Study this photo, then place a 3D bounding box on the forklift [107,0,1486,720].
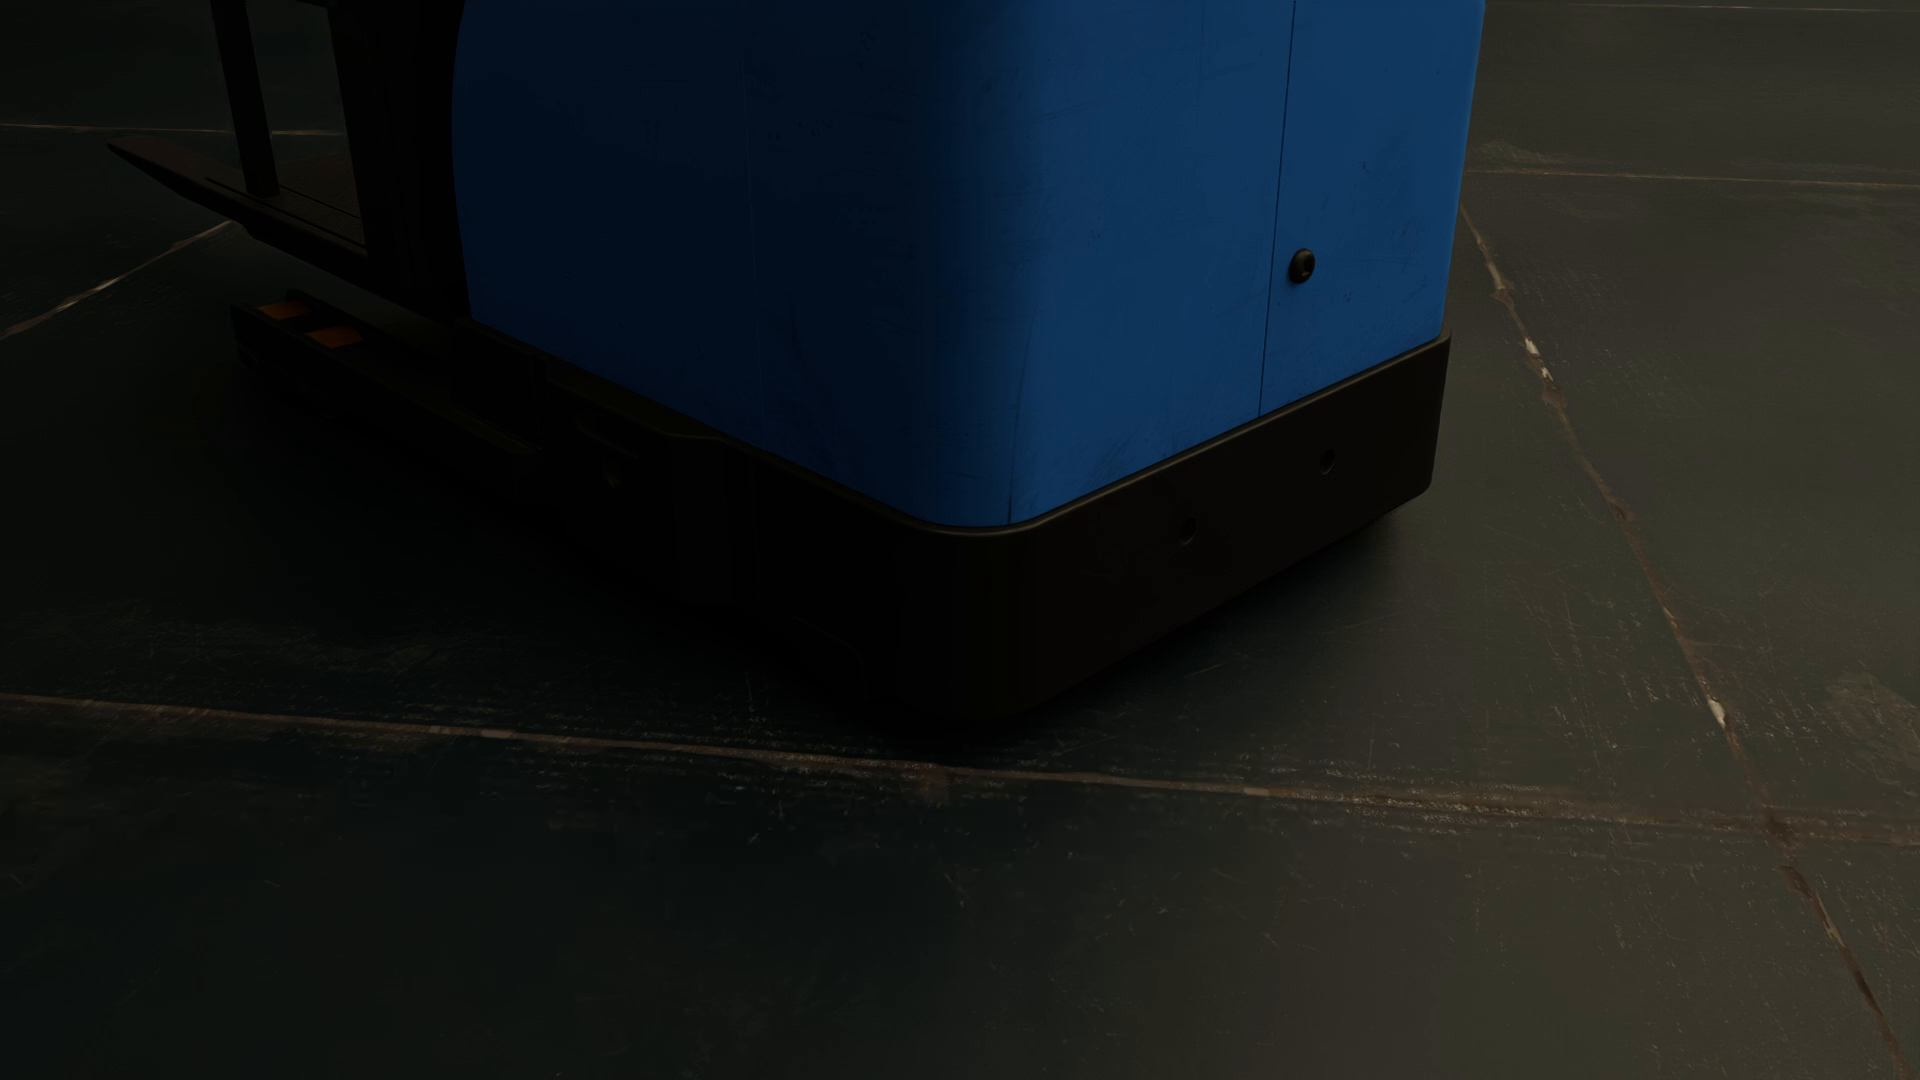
[{"bbox_3d":[-0.677,-1.664,2.552,1.130,2.935,3.031,-24,35,-39],"label":"forklift"}]
